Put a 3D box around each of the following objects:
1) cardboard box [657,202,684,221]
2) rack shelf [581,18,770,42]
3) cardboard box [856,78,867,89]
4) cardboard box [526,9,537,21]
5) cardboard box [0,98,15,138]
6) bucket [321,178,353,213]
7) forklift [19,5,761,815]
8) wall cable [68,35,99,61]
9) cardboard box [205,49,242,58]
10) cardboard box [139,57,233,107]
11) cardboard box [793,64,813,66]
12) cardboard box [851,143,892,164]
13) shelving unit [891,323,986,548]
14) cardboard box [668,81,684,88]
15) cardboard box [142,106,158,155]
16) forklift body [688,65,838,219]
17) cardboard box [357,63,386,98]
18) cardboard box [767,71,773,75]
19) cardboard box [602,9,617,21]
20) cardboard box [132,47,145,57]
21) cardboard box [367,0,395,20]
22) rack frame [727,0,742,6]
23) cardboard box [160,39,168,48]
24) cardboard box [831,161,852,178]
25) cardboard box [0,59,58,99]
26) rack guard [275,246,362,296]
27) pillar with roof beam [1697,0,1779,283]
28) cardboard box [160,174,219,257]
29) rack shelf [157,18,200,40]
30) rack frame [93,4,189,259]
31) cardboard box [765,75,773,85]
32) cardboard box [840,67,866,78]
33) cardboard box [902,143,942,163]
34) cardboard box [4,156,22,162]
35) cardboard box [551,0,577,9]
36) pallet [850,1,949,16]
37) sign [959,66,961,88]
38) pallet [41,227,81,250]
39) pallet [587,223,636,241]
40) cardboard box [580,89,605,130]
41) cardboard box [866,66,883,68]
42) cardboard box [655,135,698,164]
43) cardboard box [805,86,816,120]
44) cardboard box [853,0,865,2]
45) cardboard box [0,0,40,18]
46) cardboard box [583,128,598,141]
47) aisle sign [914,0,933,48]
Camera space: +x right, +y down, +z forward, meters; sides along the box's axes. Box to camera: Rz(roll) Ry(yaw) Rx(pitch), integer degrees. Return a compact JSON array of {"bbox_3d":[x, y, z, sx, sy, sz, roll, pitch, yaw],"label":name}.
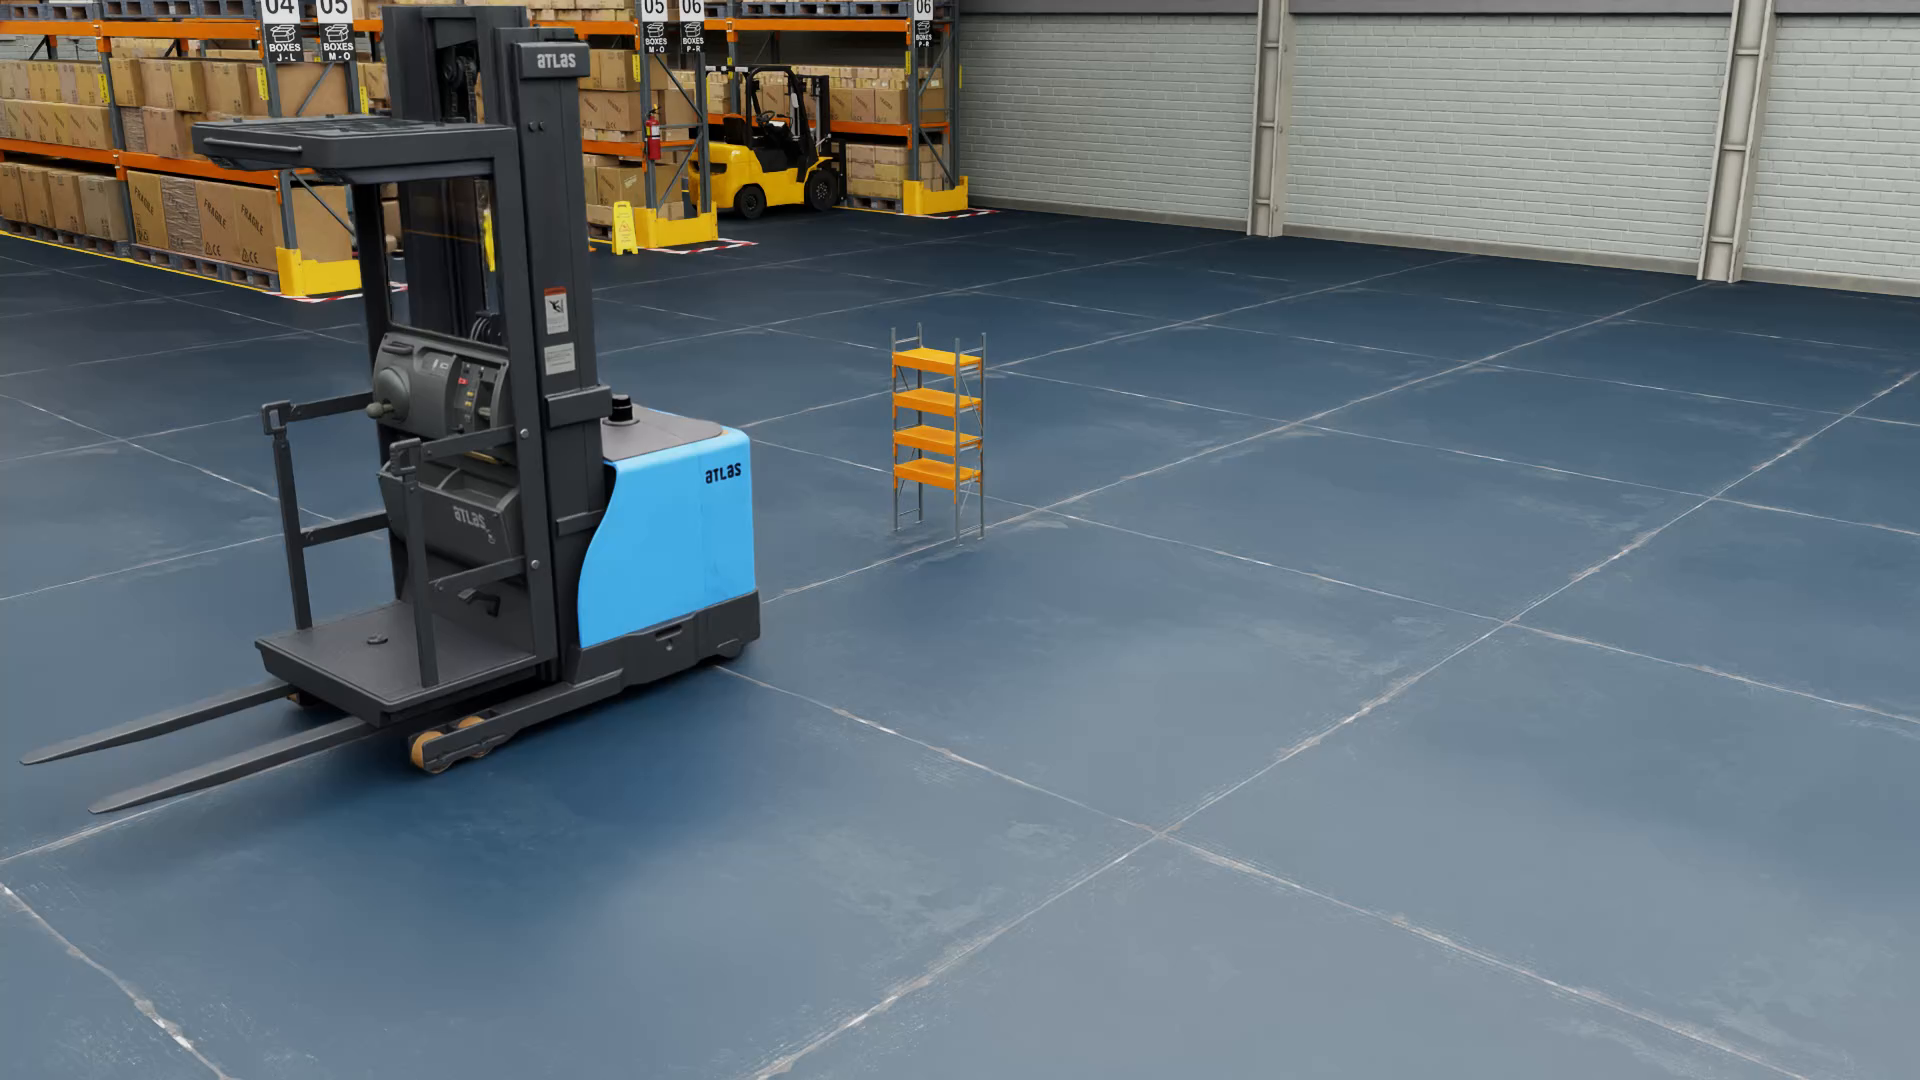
[{"bbox_3d":[-4.099,-4.461,22.561,0.500,0.250,0.500,15,23,39],"label":"cardboard box"},{"bbox_3d":[-4.875,-8.762,28.493,4.000,0.370,1.077,15,23,39],"label":"rack shelf"},{"bbox_3d":[-1.375,-6.997,25.461,0.250,0.149,0.380,15,23,39],"label":"cardboard box"},{"bbox_3d":[-5.695,-7.063,22.365,0.250,0.149,0.380,14,23,38],"label":"cardboard box"},{"bbox_3d":[-12.717,-5.709,22.478,0.500,0.500,0.500,15,23,40],"label":"cardboard box"},{"bbox_3d":[-8.249,-4.668,22.261,0.726,0.611,0.620,-9,10,-27],"label":"bucket"},{"bbox_3d":[-2.300,-0.634,6.764,1.130,2.935,3.031,15,23,39],"label":"forklift"},{"bbox_3d":[-18.947,-10.494,36.039,0.122,1.984,0.588,15,23,39],"label":"wall cable"},{"bbox_3d":[-12.517,-8.127,28.443,0.500,0.500,0.500,15,23,40],"label":"cardboard box"},{"bbox_3d":[-9.140,-5.430,19.729,0.550,0.550,0.875,15,23,39],"label":"cardboard box"},{"bbox_3d":[-2.573,-7.667,27.081,0.250,0.149,0.380,15,23,39],"label":"cardboard box"},{"bbox_3d":[-1.325,-5.960,25.631,0.500,0.250,0.500,16,23,40],"label":"cardboard box"},{"bbox_3d":[-0.124,-0.605,9.535,0.503,1.200,0.258,15,23,39],"label":"shelving unit"},{"bbox_3d":[-4.684,-7.687,28.296,0.500,0.250,0.500,16,23,40],"label":"cardboard box"},{"bbox_3d":[-9.171,-4.905,19.859,0.550,0.550,0.875,15,23,39],"label":"cardboard box"},{"bbox_3d":[-3.017,-6.034,25.069,1.214,2.155,2.313,15,23,39],"label":"forklift body"},{"bbox_3d":[-9.086,-7.097,25.664,0.500,0.500,0.500,17,24,42],"label":"cardboard box"},{"bbox_3d":[-2.886,-7.560,26.745,0.250,0.149,0.380,14,23,38],"label":"cardboard box"},{"bbox_3d":[-4.340,-6.708,21.245,0.250,0.149,0.380,15,23,40],"label":"cardboard box"},{"bbox_3d":[-14.695,-8.719,30.308,0.500,0.500,0.500,15,23,39],"label":"cardboard box"},{"bbox_3d":[-8.503,-8.132,25.148,0.637,0.503,0.797,15,23,39],"label":"cardboard box"},{"bbox_3d":[-3.379,-10.133,26.665,0.127,3.000,1.000,15,23,39],"label":"rack frame"},{"bbox_3d":[-14.011,-8.850,29.650,0.250,0.149,0.380,14,23,38],"label":"cardboard box"},{"bbox_3d":[-1.727,-5.828,26.040,0.500,0.250,0.500,14,23,38],"label":"cardboard box"},{"bbox_3d":[-12.544,-6.245,22.512,0.500,0.500,0.700,15,23,39],"label":"cardboard box"},{"bbox_3d":[-6.872,-3.010,18.271,0.348,0.500,1.175,15,23,39],"label":"rack guard"},{"bbox_3d":[5.808,-6.290,14.556,0.400,9.000,9.100,15,23,39],"label":"pillar with roof beam"},{"bbox_3d":[-8.781,-3.875,19.681,0.875,0.875,0.875,15,23,40],"label":"cardboard box"},{"bbox_3d":[-14.151,-9.245,30.013,4.000,0.370,1.077,15,23,39],"label":"rack shelf"},{"bbox_3d":[-9.881,-5.010,20.439,0.127,3.000,1.000,15,23,39],"label":"rack frame"},{"bbox_3d":[-2.908,-7.409,26.762,0.250,0.149,0.380,15,23,39],"label":"cardboard box"},{"bbox_3d":[-1.620,-7.176,25.536,0.250,0.149,0.380,16,23,41],"label":"cardboard box"},{"bbox_3d":[-0.622,-5.976,25.682,0.500,0.250,0.500,15,23,38],"label":"cardboard box"},{"bbox_3d":[-13.559,-5.257,23.416,0.500,0.250,0.500,14,23,38],"label":"cardboard box"},{"bbox_3d":[-5.008,-7.093,21.800,0.500,0.250,0.500,16,24,41],"label":"cardboard box"},{"bbox_3d":[-0.899,-8.006,25.067,1.213,0.211,1.003,15,23,39],"label":"pallet"},{"bbox_3d":[-0.015,-7.045,25.291,0.005,0.325,0.100,15,23,39],"label":"sign"},{"bbox_3d":[-11.425,-4.063,22.067,1.213,0.211,1.003,15,23,39],"label":"pallet"},{"bbox_3d":[-4.321,-4.204,22.510,1.213,0.211,1.003,15,23,39],"label":"pallet"},{"bbox_3d":[-4.640,-5.685,21.908,0.500,0.500,0.500,15,23,39],"label":"cardboard box"},{"bbox_3d":[-1.266,-7.295,25.911,0.250,0.149,0.380,16,24,41],"label":"cardboard box"},{"bbox_3d":[-4.916,-6.752,29.161,0.625,0.625,0.875,14,22,37],"label":"cardboard box"},{"bbox_3d":[-2.079,-6.865,26.120,0.500,0.500,0.500,15,23,40],"label":"cardboard box"},{"bbox_3d":[-1.399,-8.233,24.998,0.258,0.266,0.396,15,23,39],"label":"cardboard box"},{"bbox_3d":[-13.124,-7.465,23.051,0.500,0.500,0.500,15,23,39],"label":"cardboard box"},{"bbox_3d":[-4.755,-5.381,22.023,0.250,0.149,0.380,16,23,40],"label":"cardboard box"},{"bbox_3d":[-0.533,-7.630,24.397,0.004,0.787,0.394,15,23,39],"label":"aisle sign"}]
